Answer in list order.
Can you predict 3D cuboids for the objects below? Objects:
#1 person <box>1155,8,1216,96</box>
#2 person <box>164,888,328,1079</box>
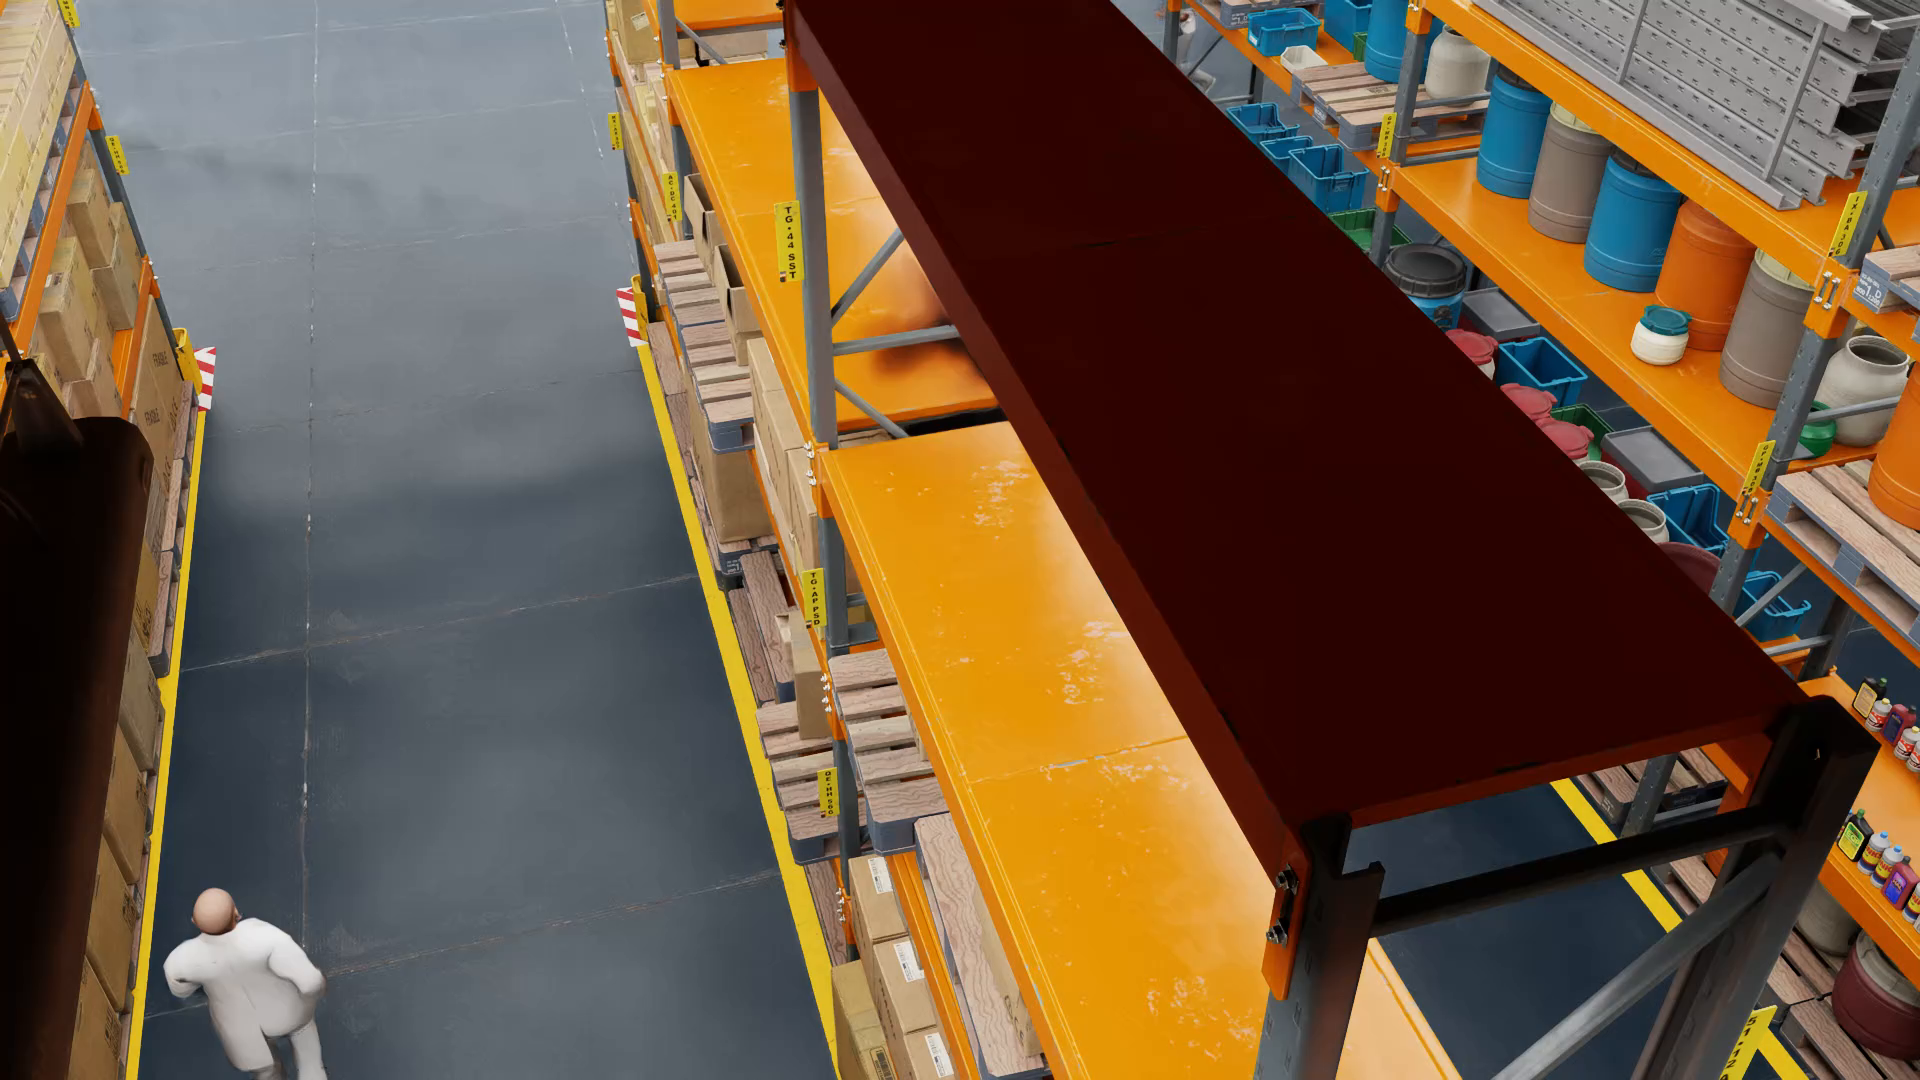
[{"bbox_3d":[2.531,-5.747,18.731,0.815,1.666,0.588,7,39,8],"label":"person"},{"bbox_3d":[-3.395,2.260,8.118,0.693,1.784,0.685,-13,40,-16],"label":"person"}]
